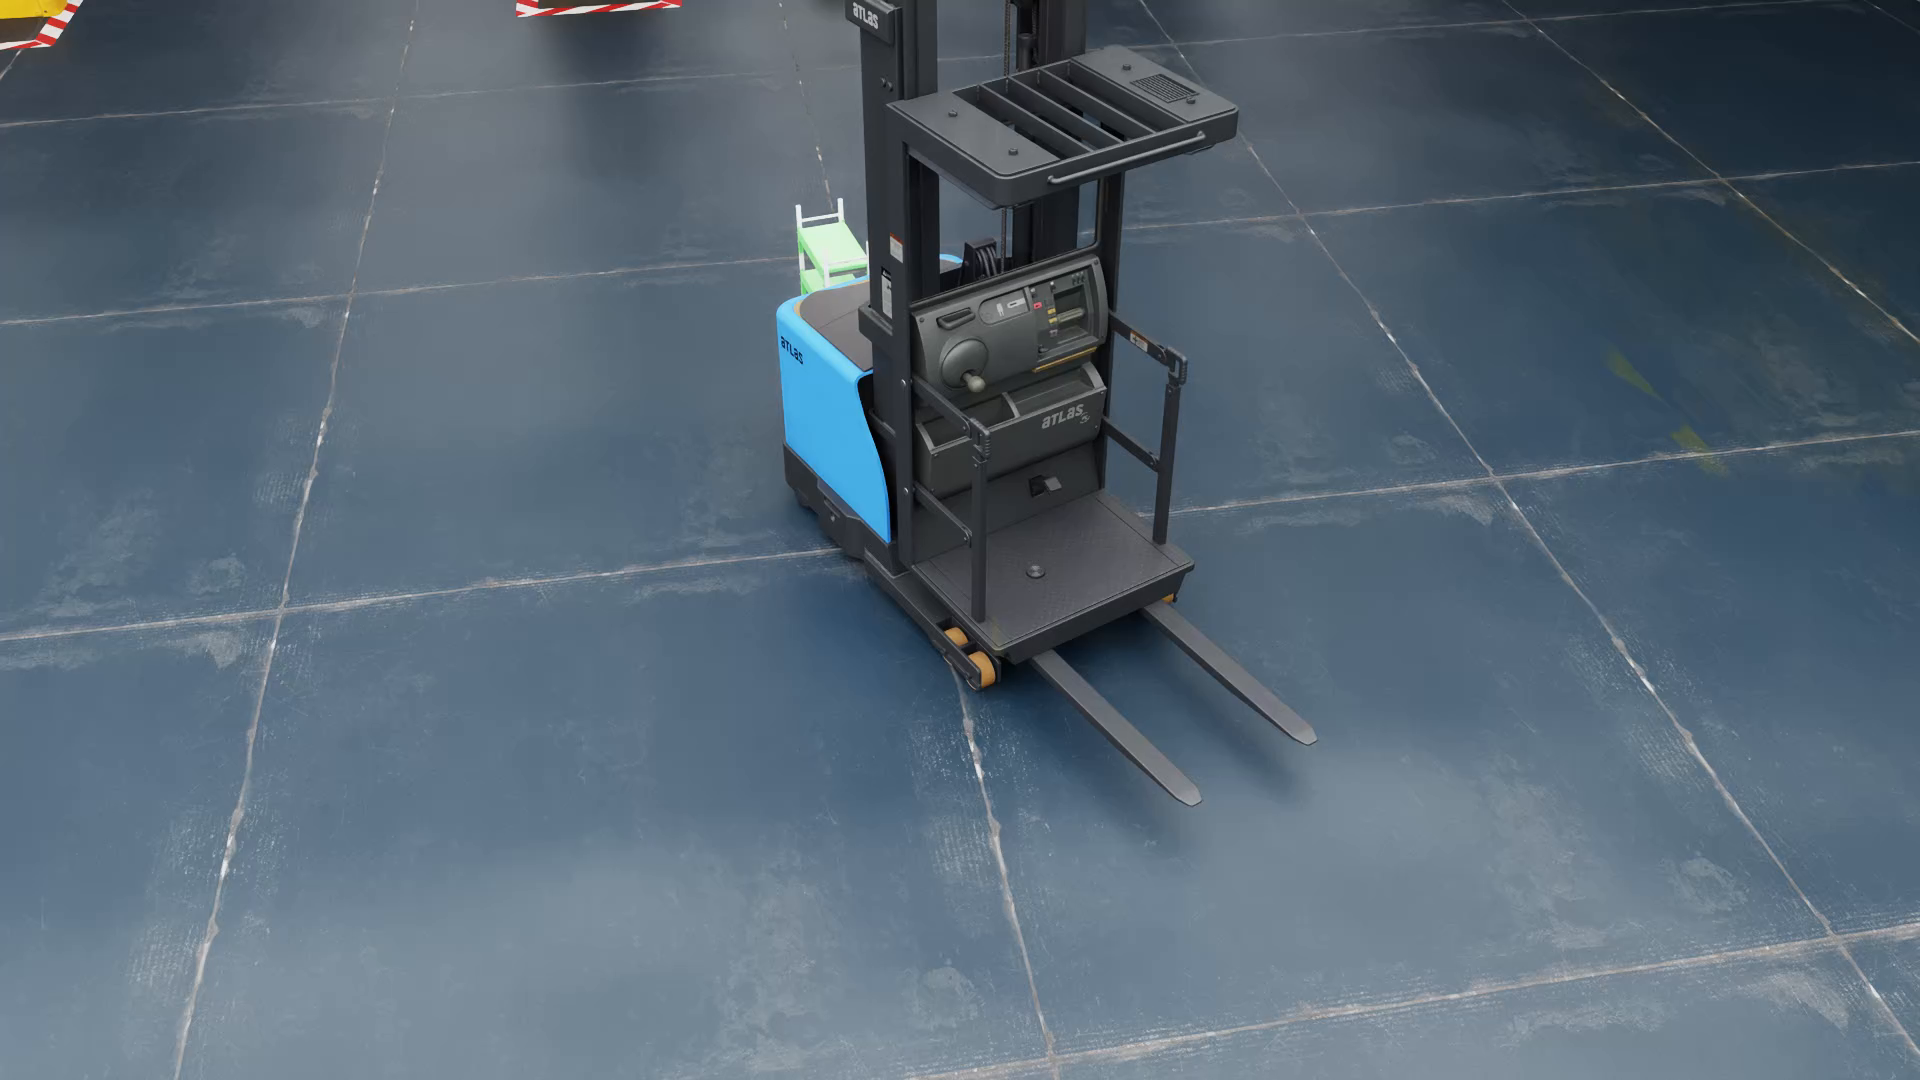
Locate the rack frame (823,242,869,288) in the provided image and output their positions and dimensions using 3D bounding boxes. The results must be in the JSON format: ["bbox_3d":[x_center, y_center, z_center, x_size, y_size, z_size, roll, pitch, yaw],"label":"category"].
[{"bbox_3d":[-0.545,-0.946,8.389,0.240,1.200,0.015,-12,40,-15],"label":"rack frame"}]

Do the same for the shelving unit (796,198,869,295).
[{"bbox_3d":[-0.627,-1.086,8.570,0.258,1.200,0.503,-12,40,-15],"label":"shelving unit"}]

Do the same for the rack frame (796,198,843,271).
[{"bbox_3d":[-0.709,-1.227,8.752,0.240,1.200,0.015,-12,40,-15],"label":"rack frame"}]

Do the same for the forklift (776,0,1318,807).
[{"bbox_3d":[0.345,-0.835,6.836,1.130,2.935,3.031,-22,43,-26],"label":"forklift"}]

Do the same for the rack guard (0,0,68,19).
[{"bbox_3d":[-8.032,-4.561,13.613,1.175,0.500,0.348,-6,38,-8],"label":"rack guard"}]

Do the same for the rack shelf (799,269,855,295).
[{"bbox_3d":[-0.627,-1.226,8.462,0.258,0.148,0.480,-12,40,-15],"label":"rack shelf"}]

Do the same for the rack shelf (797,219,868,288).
[{"bbox_3d":[-0.627,-1.415,8.315,0.258,0.148,0.480,-12,40,-15],"label":"rack shelf"}]
